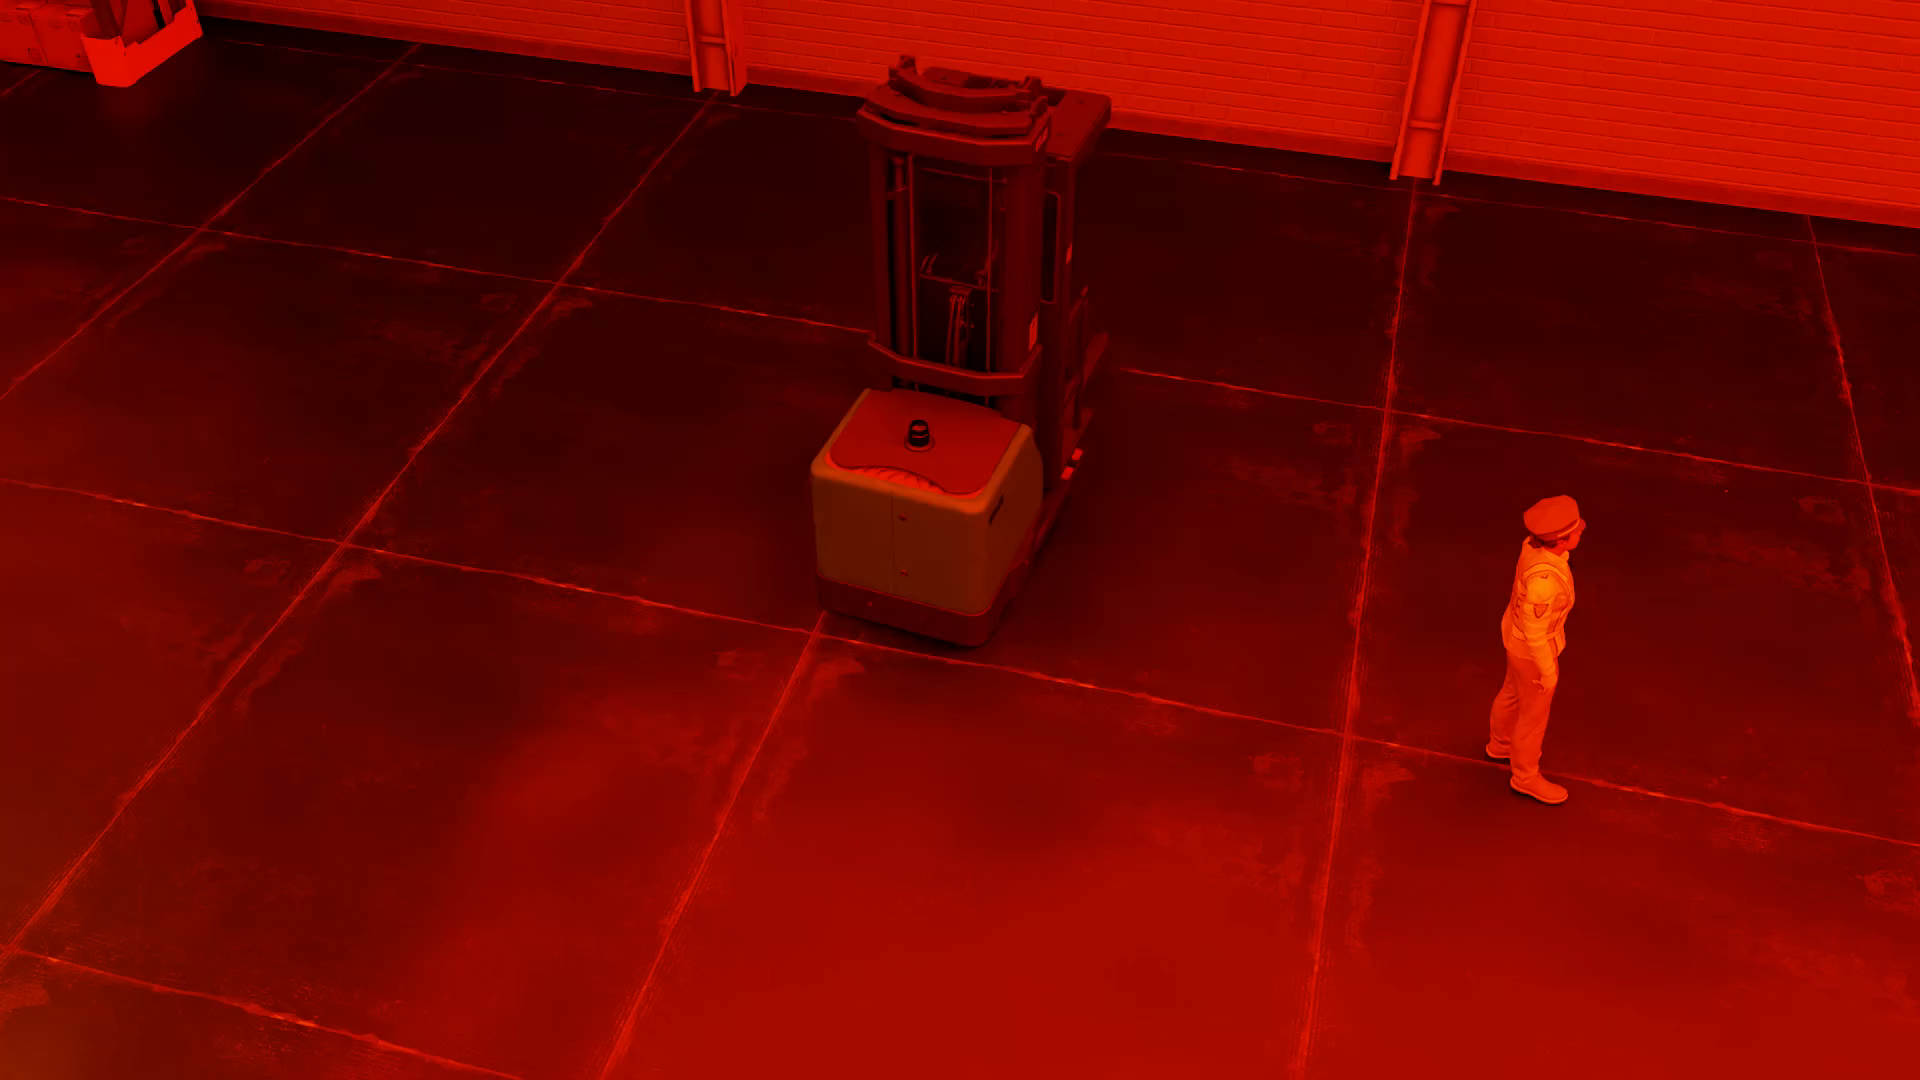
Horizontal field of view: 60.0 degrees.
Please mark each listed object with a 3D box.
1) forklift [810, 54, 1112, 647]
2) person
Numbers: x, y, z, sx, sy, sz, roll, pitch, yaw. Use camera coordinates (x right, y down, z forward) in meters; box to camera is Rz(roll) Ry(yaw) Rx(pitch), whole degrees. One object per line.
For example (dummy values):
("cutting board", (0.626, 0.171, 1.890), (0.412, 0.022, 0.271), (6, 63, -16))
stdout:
("forklift", (0.170, -1.487, 9.557), (1.130, 2.935, 3.031), (14, 43, 15))
("person", (2.901, 0.508, 8.209), (0.531, 1.694, 0.586), (7, 42, 8))
